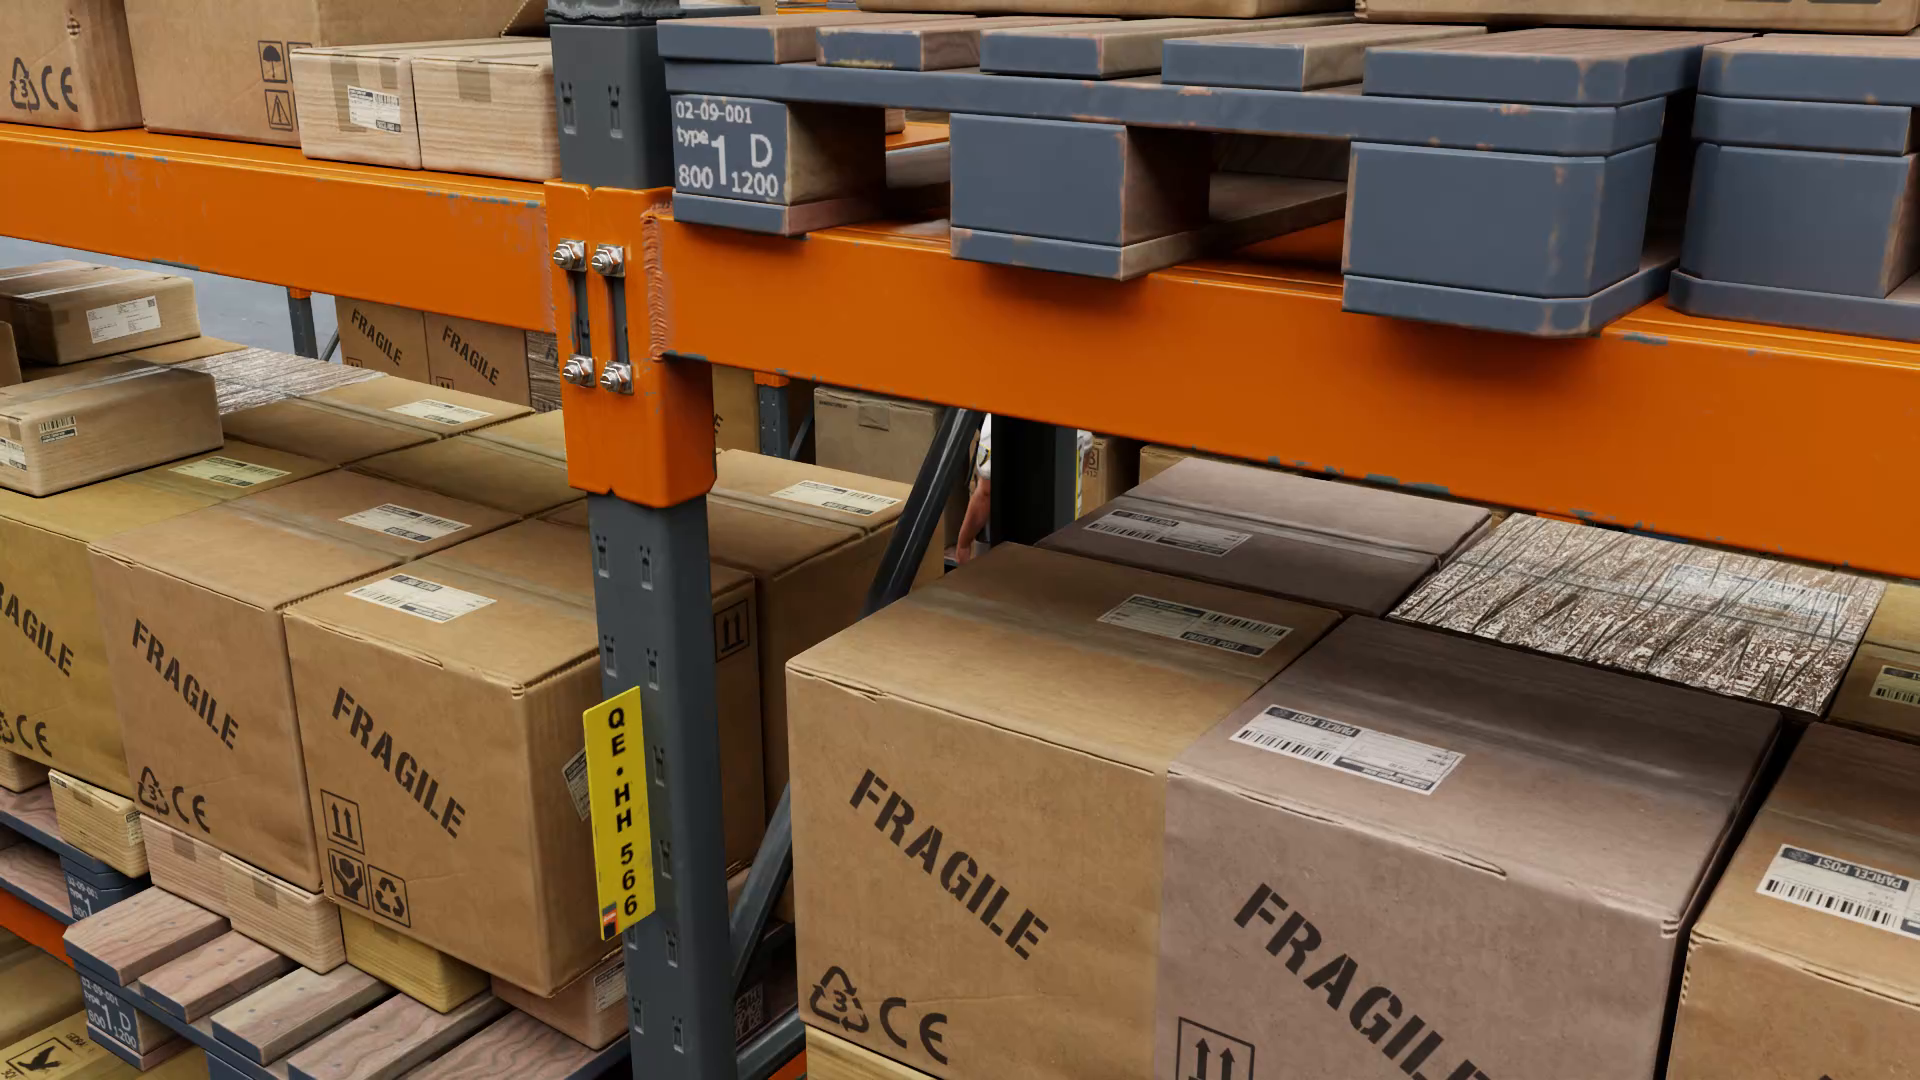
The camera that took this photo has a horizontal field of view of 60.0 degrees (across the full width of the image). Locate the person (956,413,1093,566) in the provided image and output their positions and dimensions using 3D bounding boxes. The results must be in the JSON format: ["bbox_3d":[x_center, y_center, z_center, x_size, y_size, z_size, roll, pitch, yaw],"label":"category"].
[{"bbox_3d":[0.203,-0.060,6.659,0.628,1.779,0.576,-18,26,-40],"label":"person"}]
